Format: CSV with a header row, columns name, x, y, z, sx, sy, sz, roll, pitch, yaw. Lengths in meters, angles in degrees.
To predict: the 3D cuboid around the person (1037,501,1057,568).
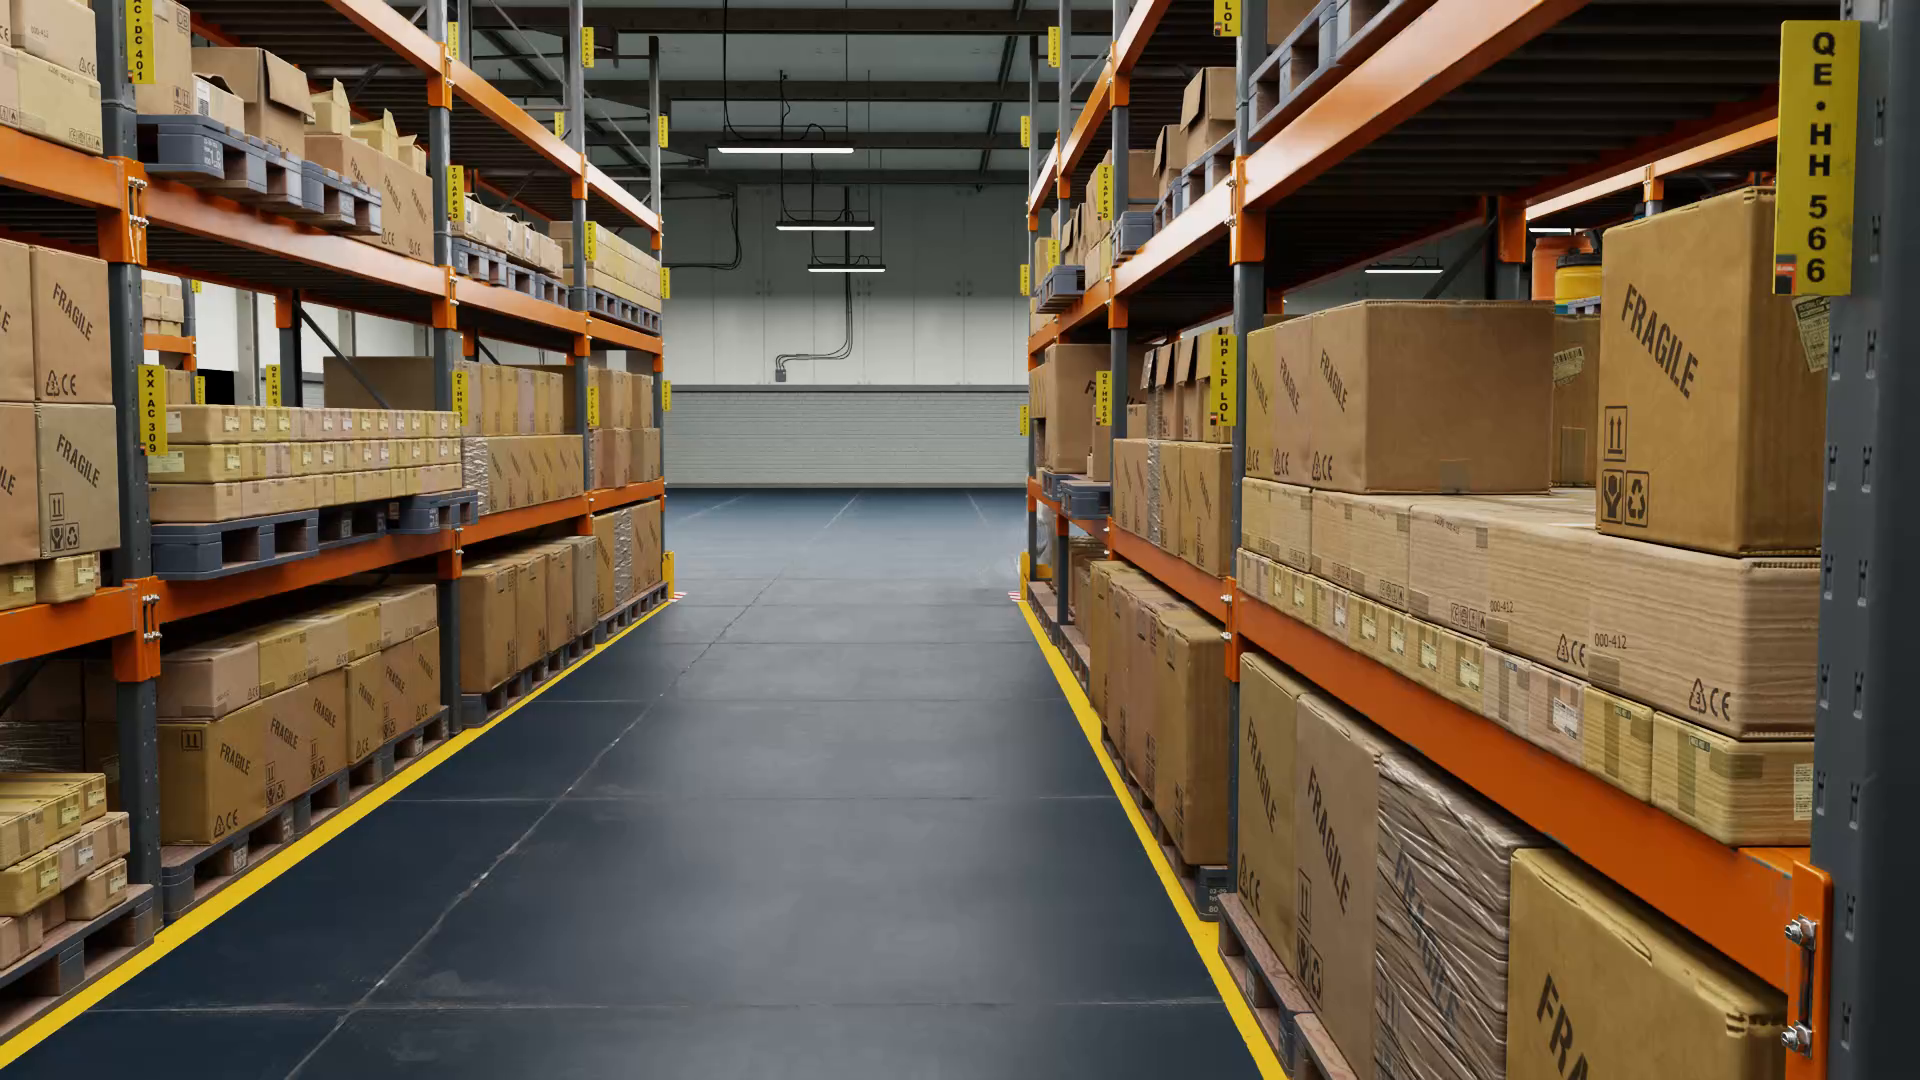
name,x,y,z,sx,sy,sz,roll,pitch,yaw
person,1.008,-0.271,19.354,0.463,1.583,0.448,-1,4,-17
